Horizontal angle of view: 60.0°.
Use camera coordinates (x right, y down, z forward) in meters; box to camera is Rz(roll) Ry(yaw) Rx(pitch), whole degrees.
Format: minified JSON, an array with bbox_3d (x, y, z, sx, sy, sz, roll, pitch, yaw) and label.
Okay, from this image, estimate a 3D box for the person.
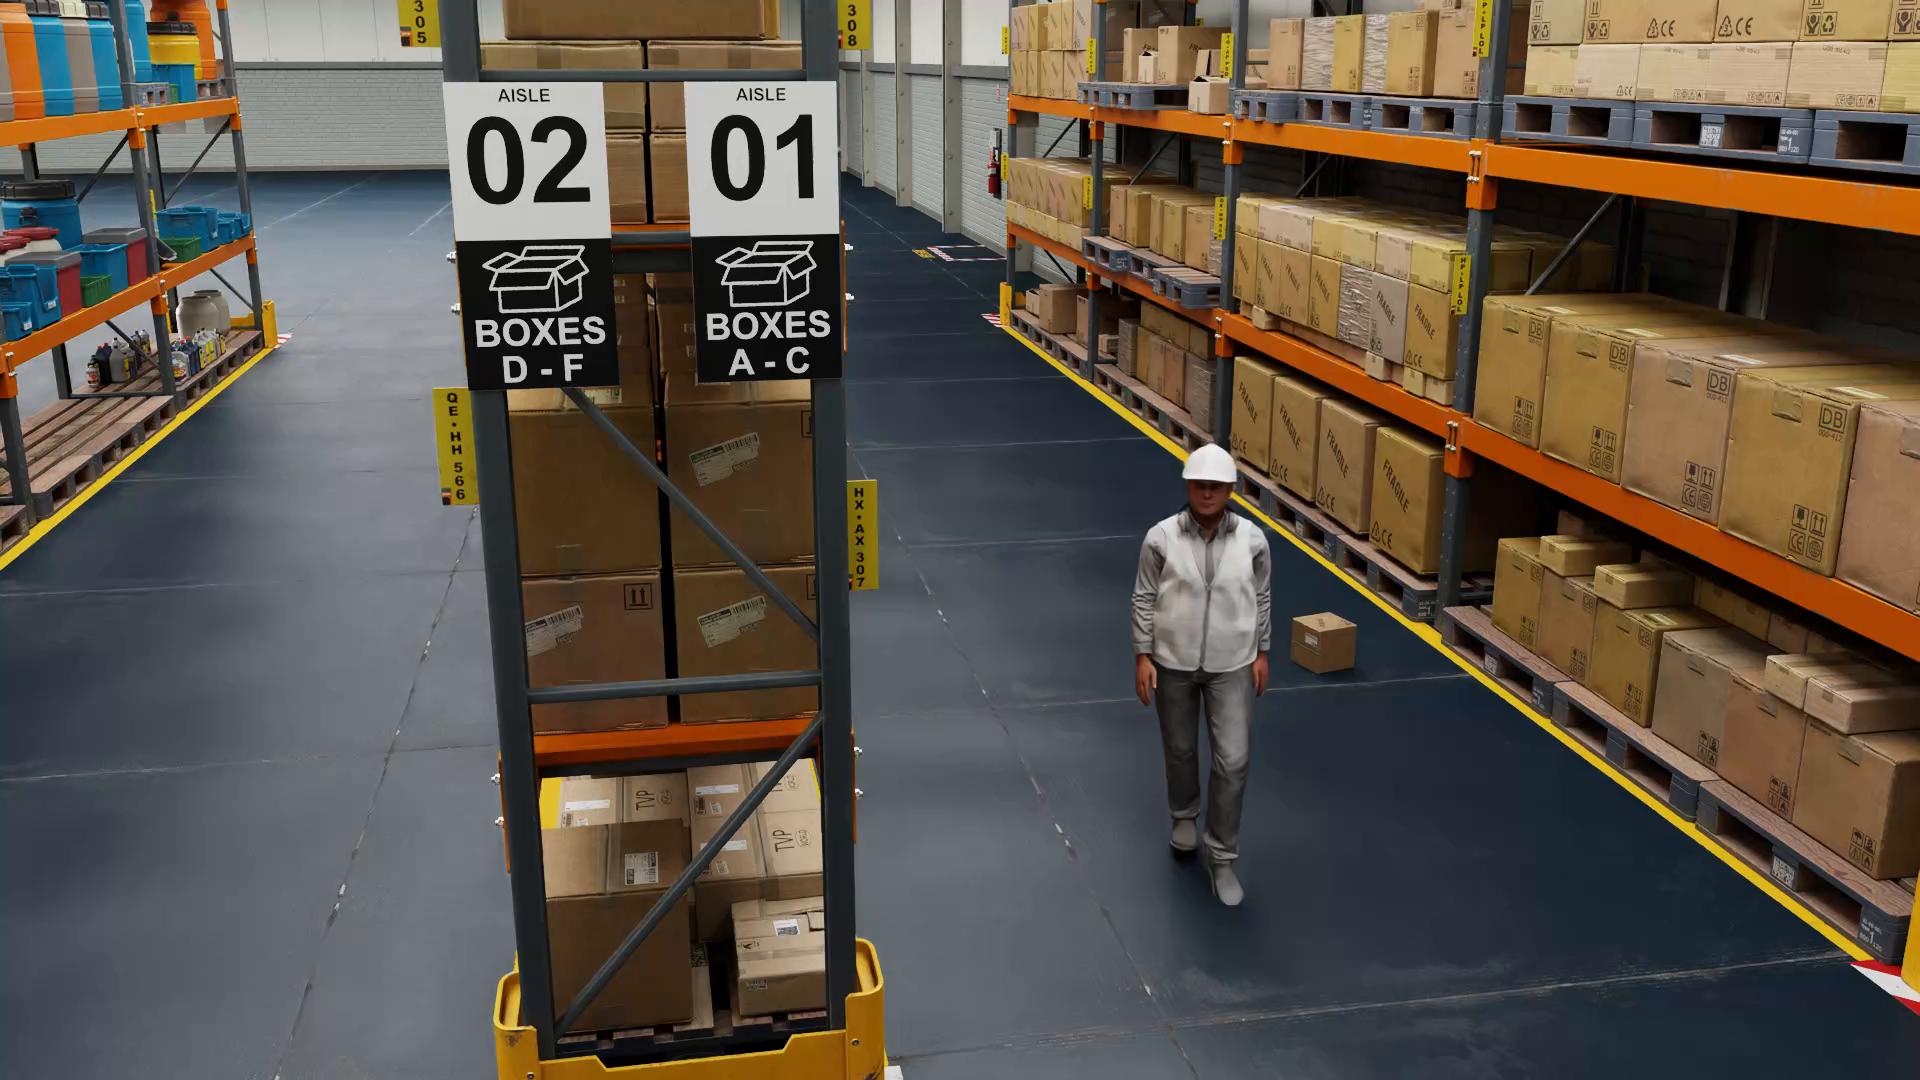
[{"bbox_3d":[0.971,0.527,6.729,0.571,1.831,0.667,2,16,7],"label":"person"}]
